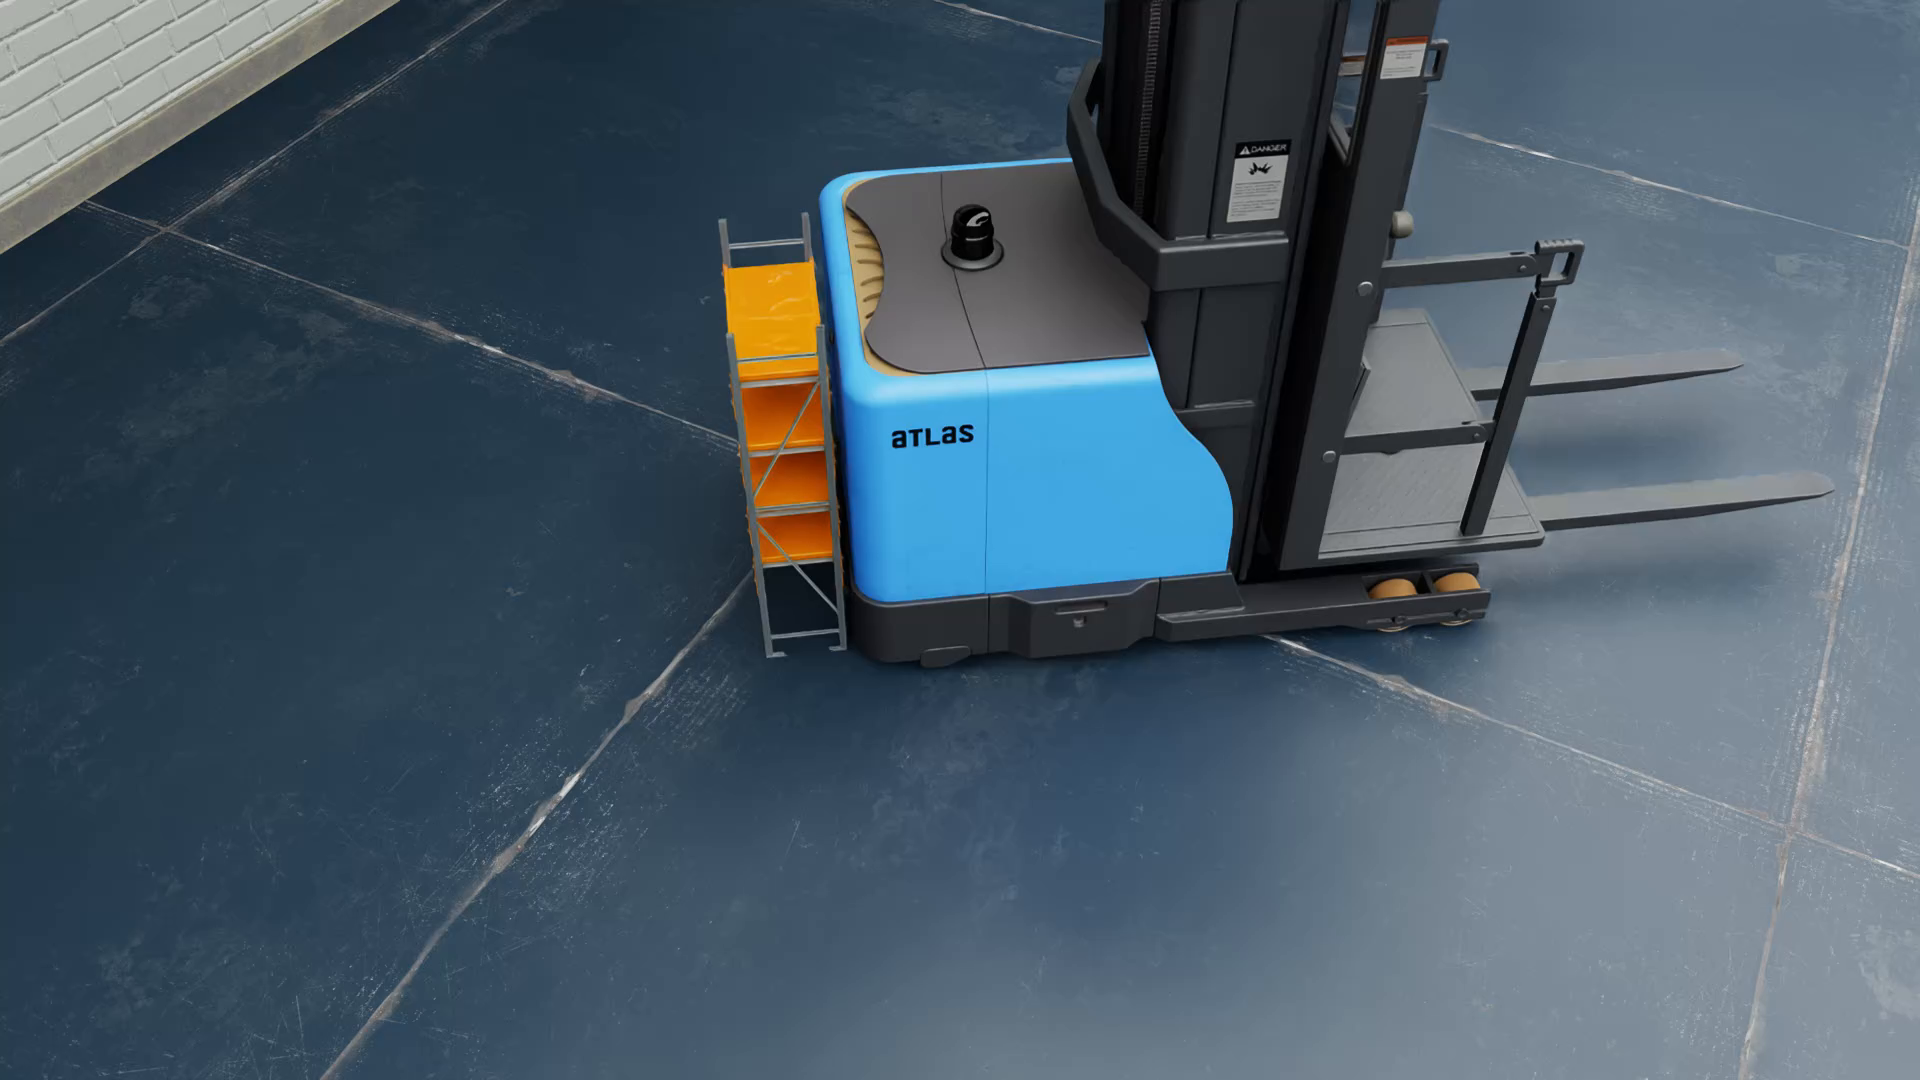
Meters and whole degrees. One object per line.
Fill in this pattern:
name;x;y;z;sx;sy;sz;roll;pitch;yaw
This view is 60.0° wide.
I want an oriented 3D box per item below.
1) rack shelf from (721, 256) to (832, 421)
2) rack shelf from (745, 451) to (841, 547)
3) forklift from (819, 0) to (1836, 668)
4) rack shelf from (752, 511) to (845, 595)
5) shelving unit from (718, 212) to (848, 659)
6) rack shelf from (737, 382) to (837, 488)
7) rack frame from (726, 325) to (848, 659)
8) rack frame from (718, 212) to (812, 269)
rack shelf;-0.487;-0.537;4.385;0.258;0.148;0.480;-6;46;-6
rack shelf;-0.487;-0.214;4.712;0.258;0.148;0.480;-6;46;-6
forklift;1.139;-1.125;4.302;3.031;2.935;1.130;-5;46;-5
rack shelf;-0.487;-0.074;4.853;0.258;0.148;0.480;-6;46;-6
shelving unit;-0.487;-0.261;4.664;0.258;1.200;0.503;-6;46;-6
rack shelf;-0.487;-0.371;4.553;0.258;0.148;0.480;-6;46;-6
rack frame;-0.453;-0.089;4.494;0.240;1.200;0.015;-6;46;-6
rack frame;-0.520;-0.433;4.834;0.240;1.200;0.015;-6;46;-6
